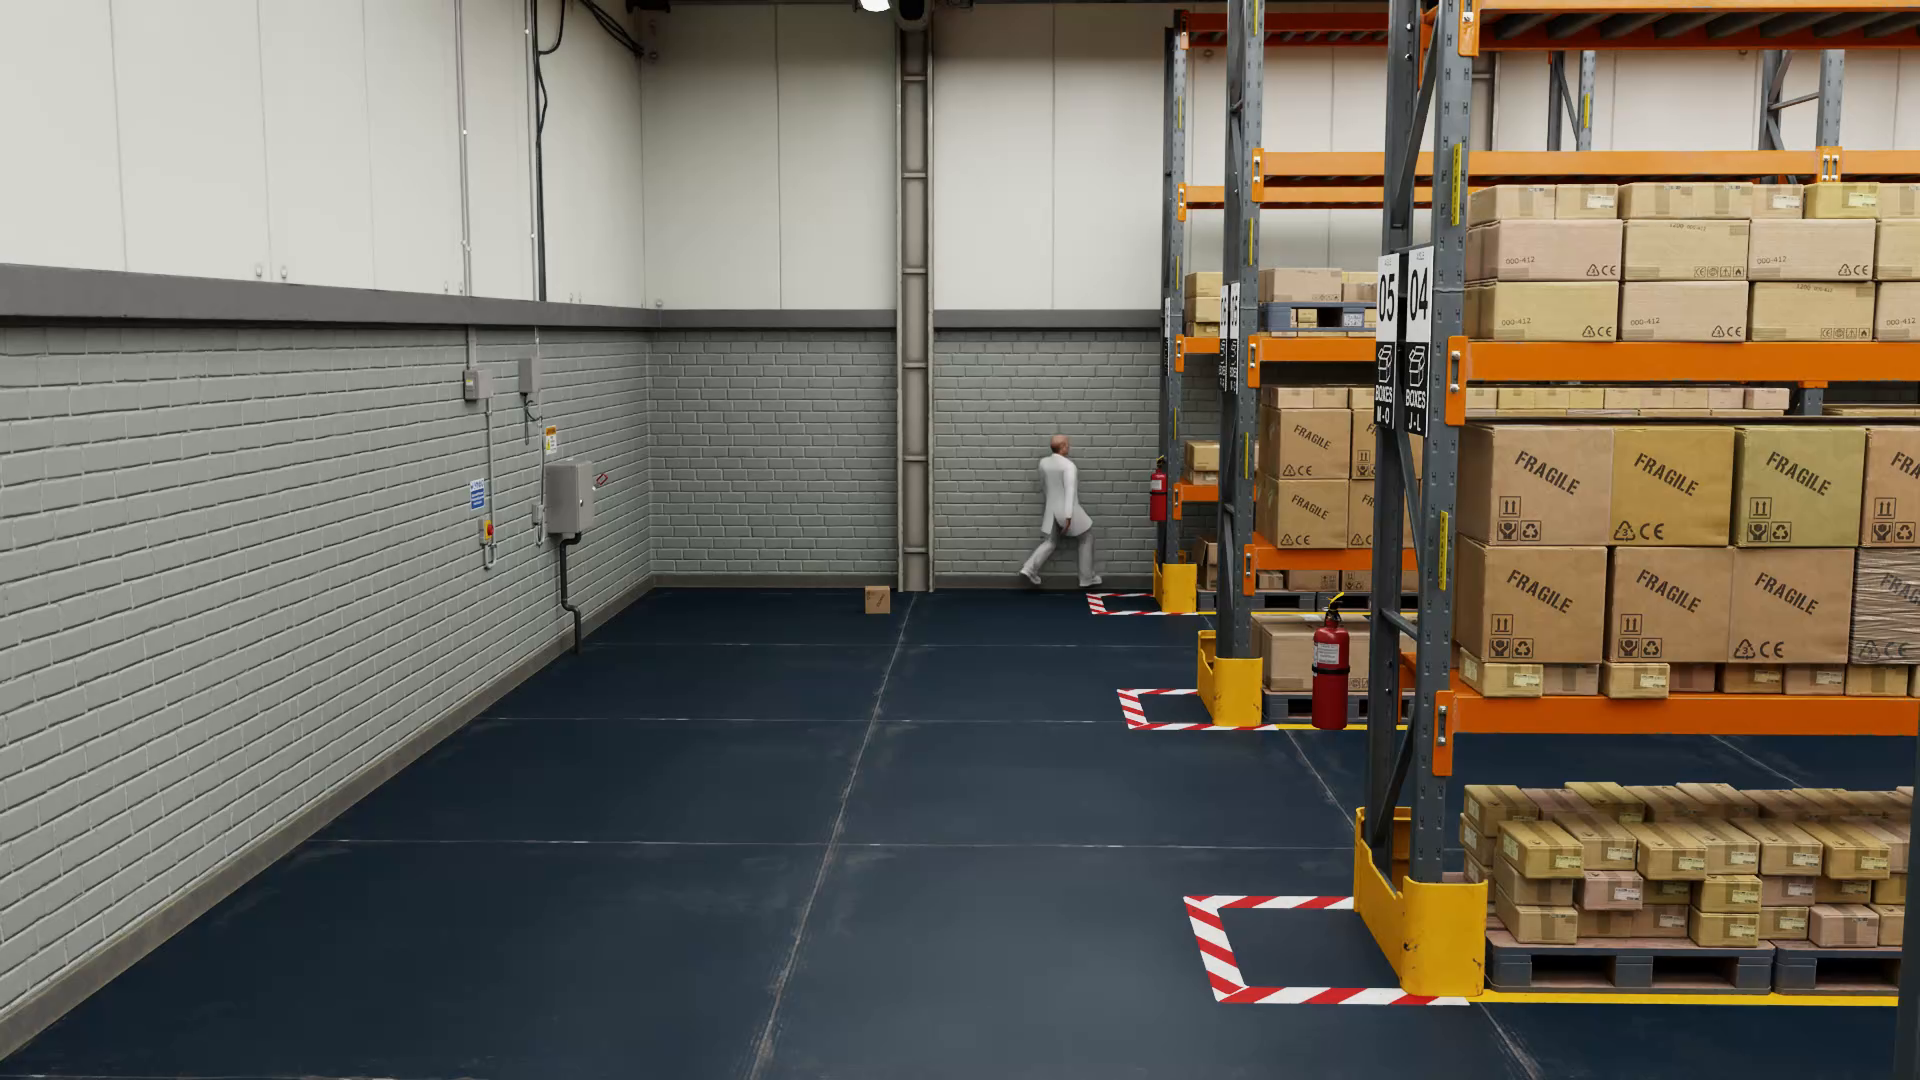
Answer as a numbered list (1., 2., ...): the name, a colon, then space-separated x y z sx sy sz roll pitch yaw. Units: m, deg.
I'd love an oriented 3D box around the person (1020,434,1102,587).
1. person: 1.143 -0.325 18.350 0.572 1.700 1.037 7 10 43
